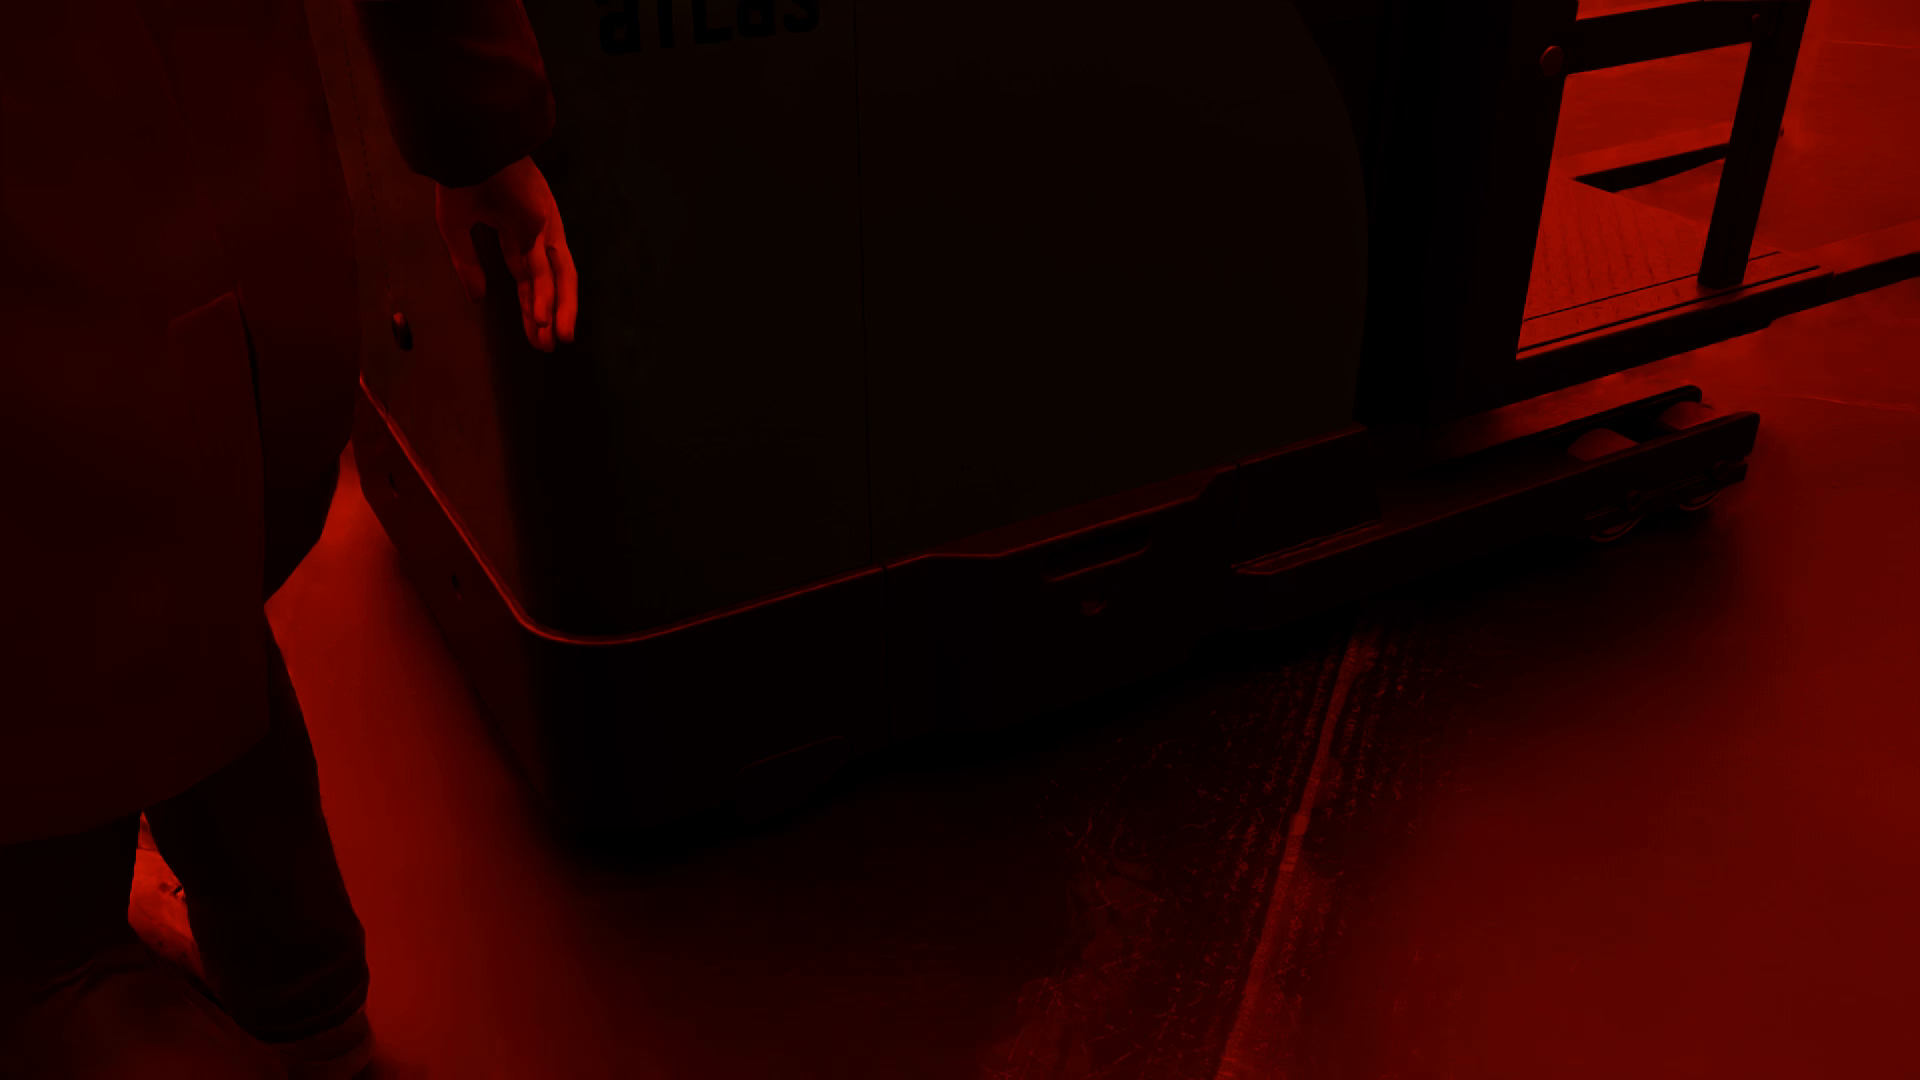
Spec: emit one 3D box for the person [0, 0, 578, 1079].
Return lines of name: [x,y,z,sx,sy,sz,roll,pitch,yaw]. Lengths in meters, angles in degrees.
person: [-0.568,-0.173,1.093,0.803,1.702,0.747,10,31,17]

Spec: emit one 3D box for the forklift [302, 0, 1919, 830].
forklift: [0.631,-1.480,2.138,3.031,2.935,1.130,-16,33,-26]
